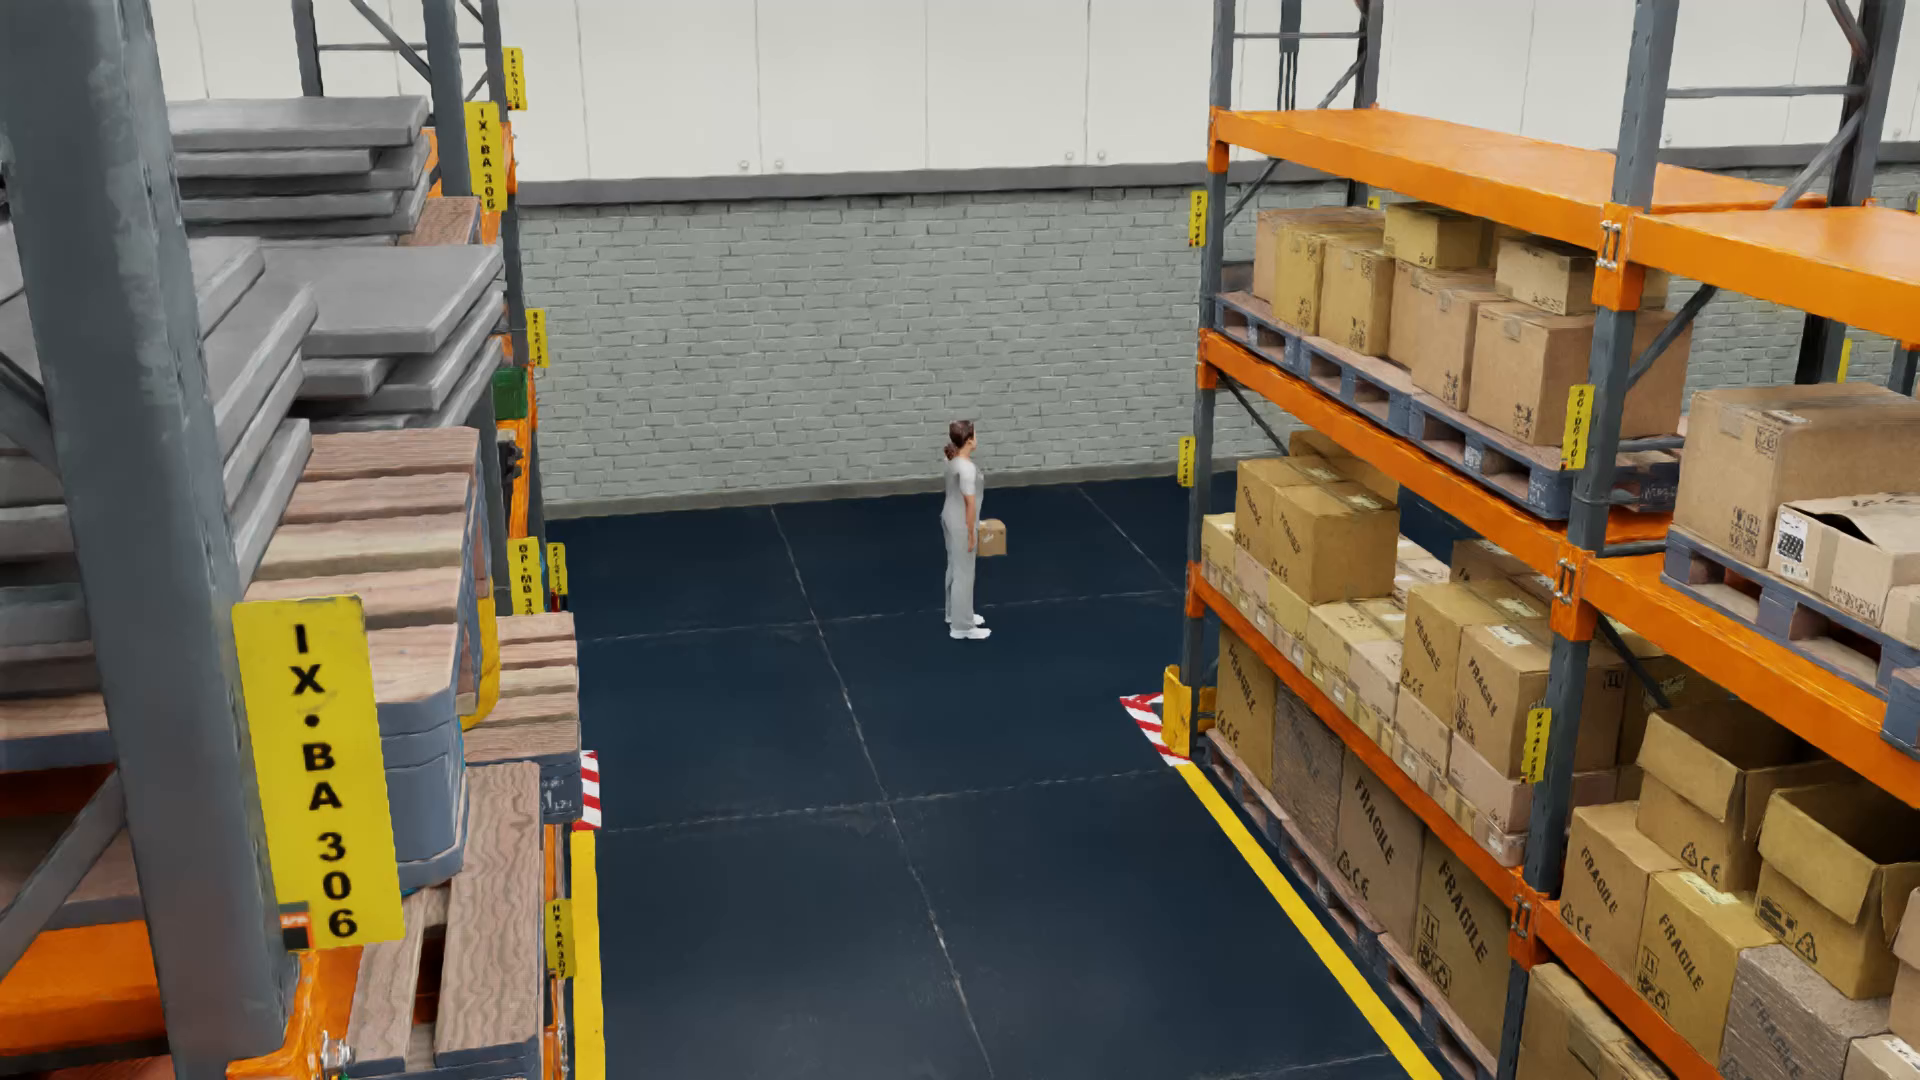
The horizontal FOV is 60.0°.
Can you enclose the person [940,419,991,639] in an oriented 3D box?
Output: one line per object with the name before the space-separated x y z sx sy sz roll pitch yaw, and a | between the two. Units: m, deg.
person | 0.033 -0.100 12.567 0.372 1.679 0.492 -7 21 -19
